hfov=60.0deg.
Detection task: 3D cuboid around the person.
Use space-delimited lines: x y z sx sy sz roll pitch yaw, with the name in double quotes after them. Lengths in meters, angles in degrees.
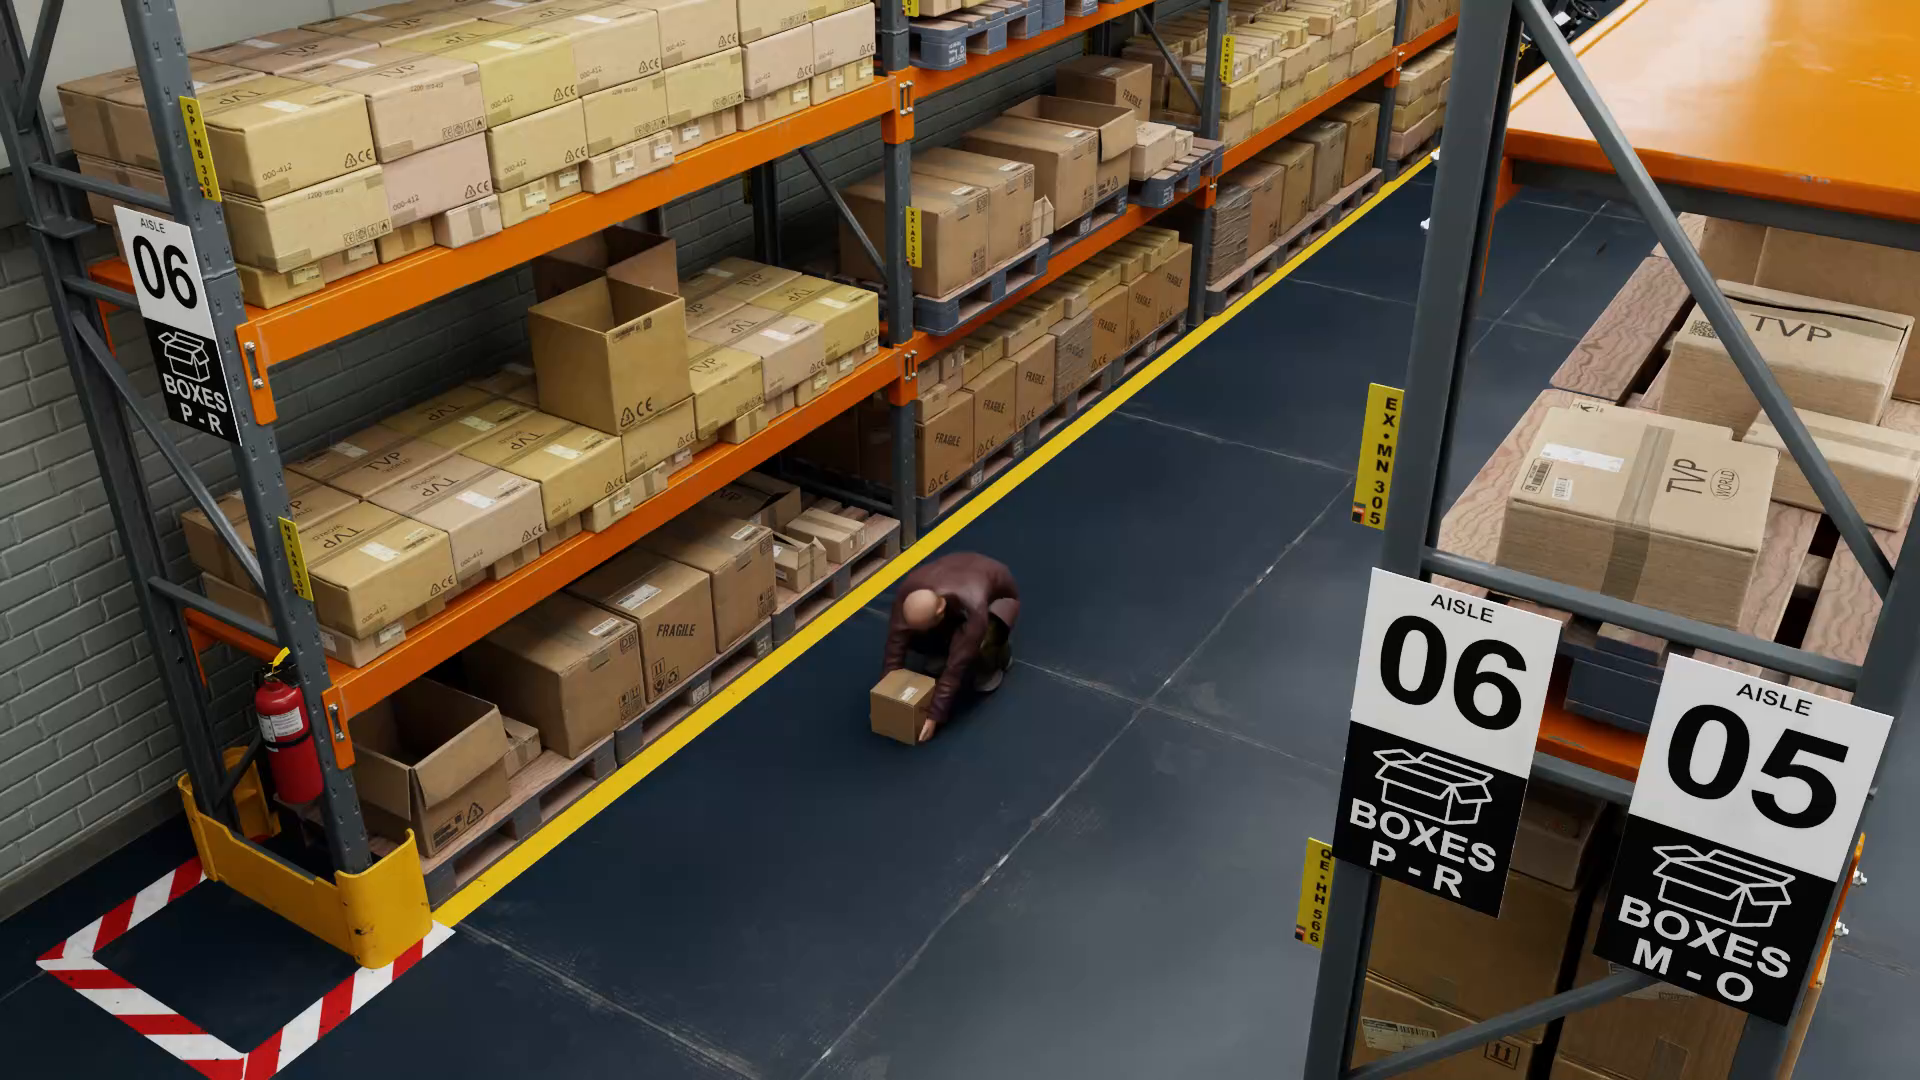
-0.058 0.476 8.471 0.582 0.849 1.011 18 34 28 "person"
